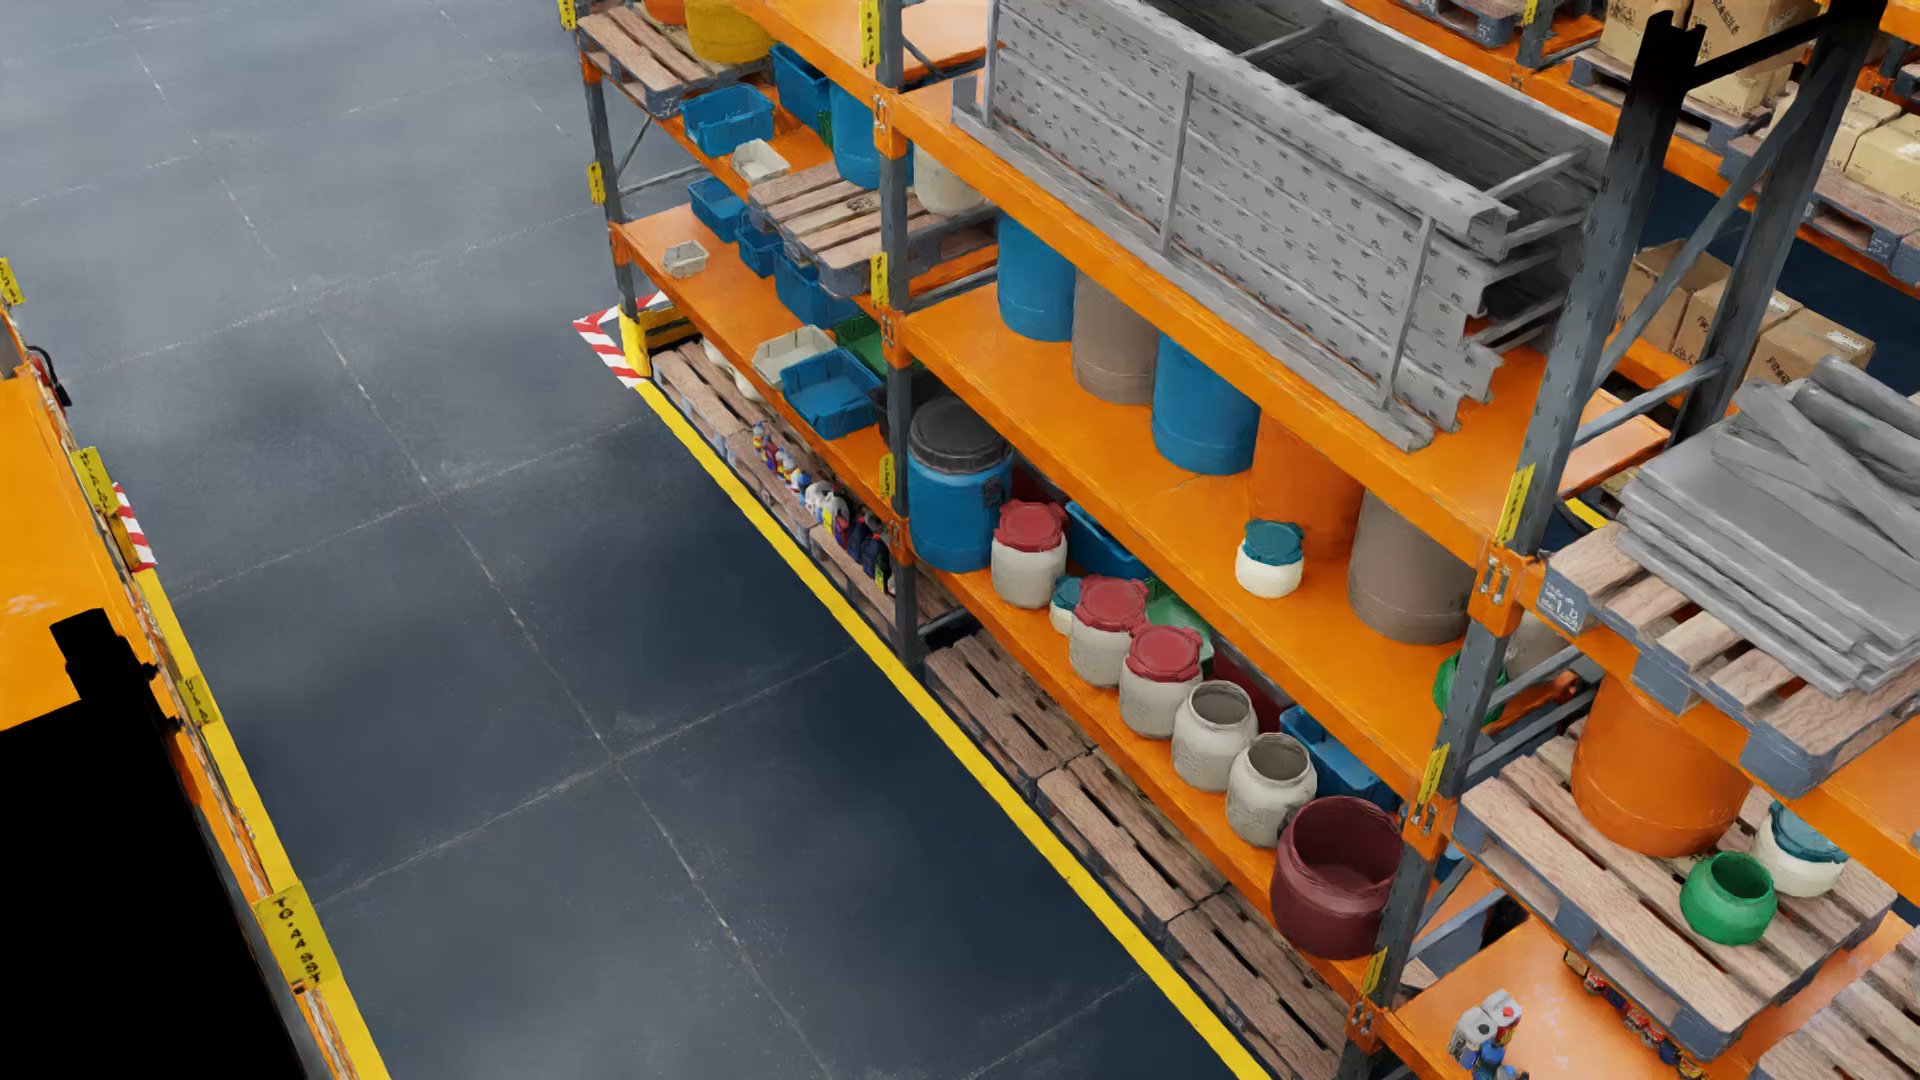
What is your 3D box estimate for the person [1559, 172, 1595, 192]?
[{"bbox_3d":[5.188,-3.043,13.896,0.592,1.604,0.518,-25,48,-25],"label":"person"}]
